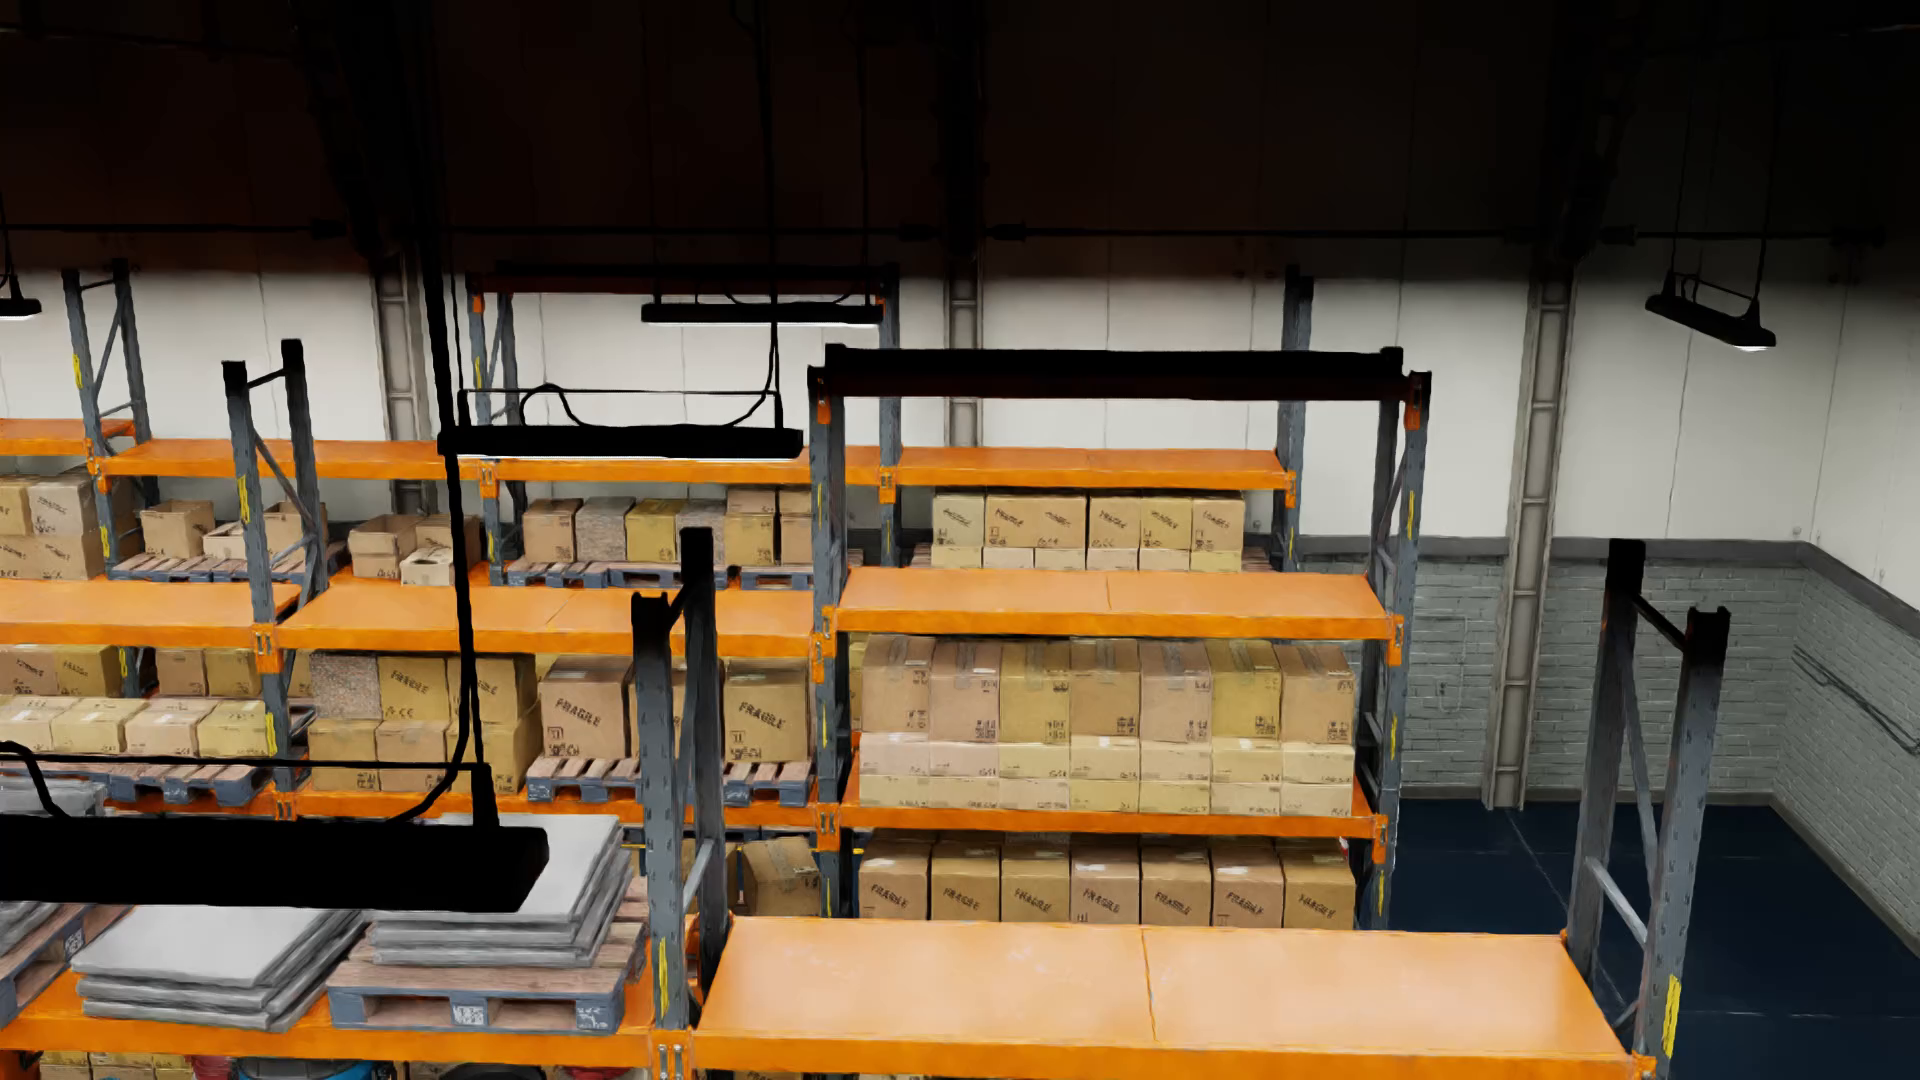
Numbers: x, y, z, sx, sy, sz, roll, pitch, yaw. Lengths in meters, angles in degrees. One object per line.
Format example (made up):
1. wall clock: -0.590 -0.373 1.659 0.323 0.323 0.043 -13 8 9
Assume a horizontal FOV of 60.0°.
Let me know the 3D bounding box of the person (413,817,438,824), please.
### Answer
1. person: -4.756 2.974 15.402 0.527 1.641 0.432 -7 18 -24
